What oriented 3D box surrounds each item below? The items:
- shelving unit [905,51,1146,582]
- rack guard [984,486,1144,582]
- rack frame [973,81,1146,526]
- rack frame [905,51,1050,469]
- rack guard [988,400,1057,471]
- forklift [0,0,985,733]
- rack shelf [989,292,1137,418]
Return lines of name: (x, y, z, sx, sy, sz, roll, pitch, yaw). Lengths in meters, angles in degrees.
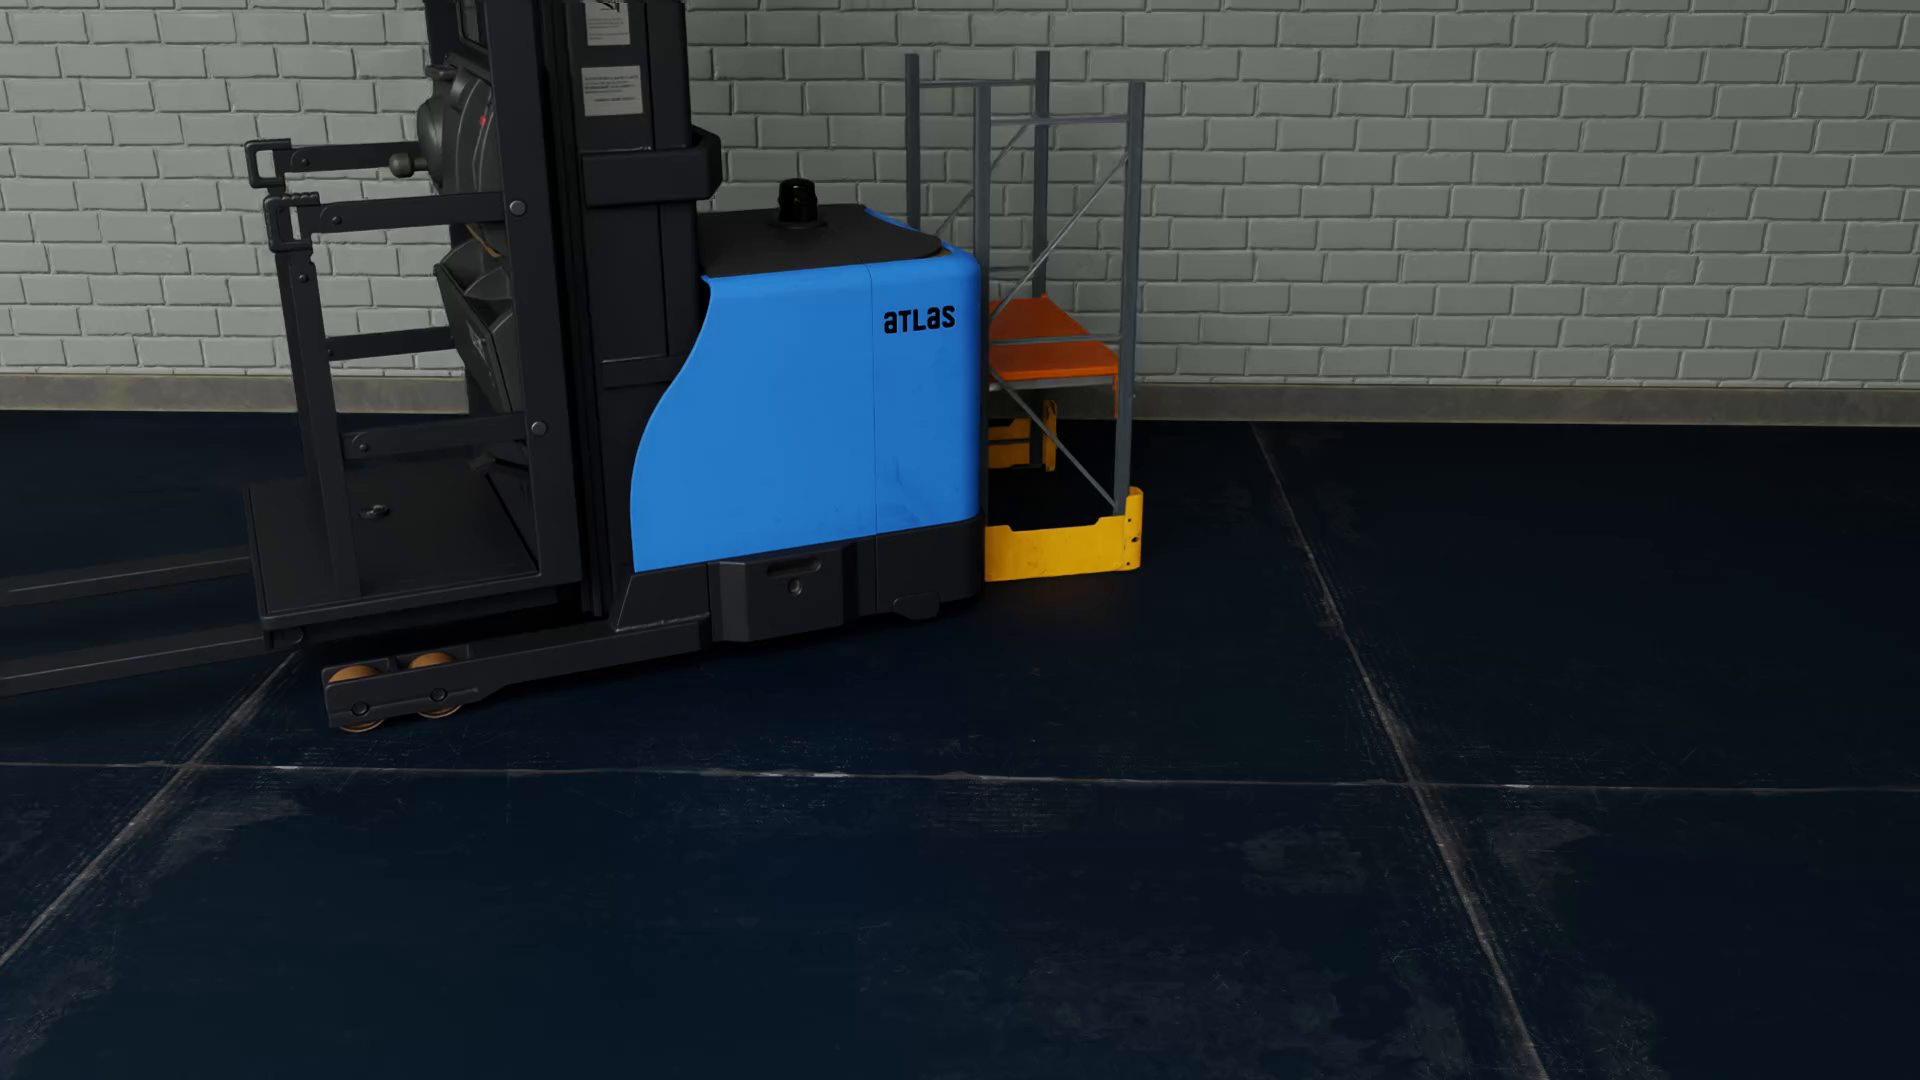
shelving unit: (0.175, -0.776, 5.455, 0.587, 1.500, 1.083, -5, 22, -12)
rack guard: (0.285, -0.017, 5.228, 0.587, 0.250, 0.087, -5, 22, -12)
rack frame: (0.285, -0.600, 5.001, 0.500, 1.500, 0.032, -5, 22, -12)
rack frame: (0.061, -0.958, 5.925, 0.500, 1.500, 0.032, -5, 22, -12)
rack guard: (0.066, -0.369, 6.134, 0.587, 0.250, 0.087, -5, 22, -12)
forklift: (-1.490, -1.091, 4.289, 3.031, 2.935, 1.130, -9, 23, -22)
rack shelf: (0.173, -0.611, 5.528, 0.538, 0.185, 1.000, -5, 22, -12)
